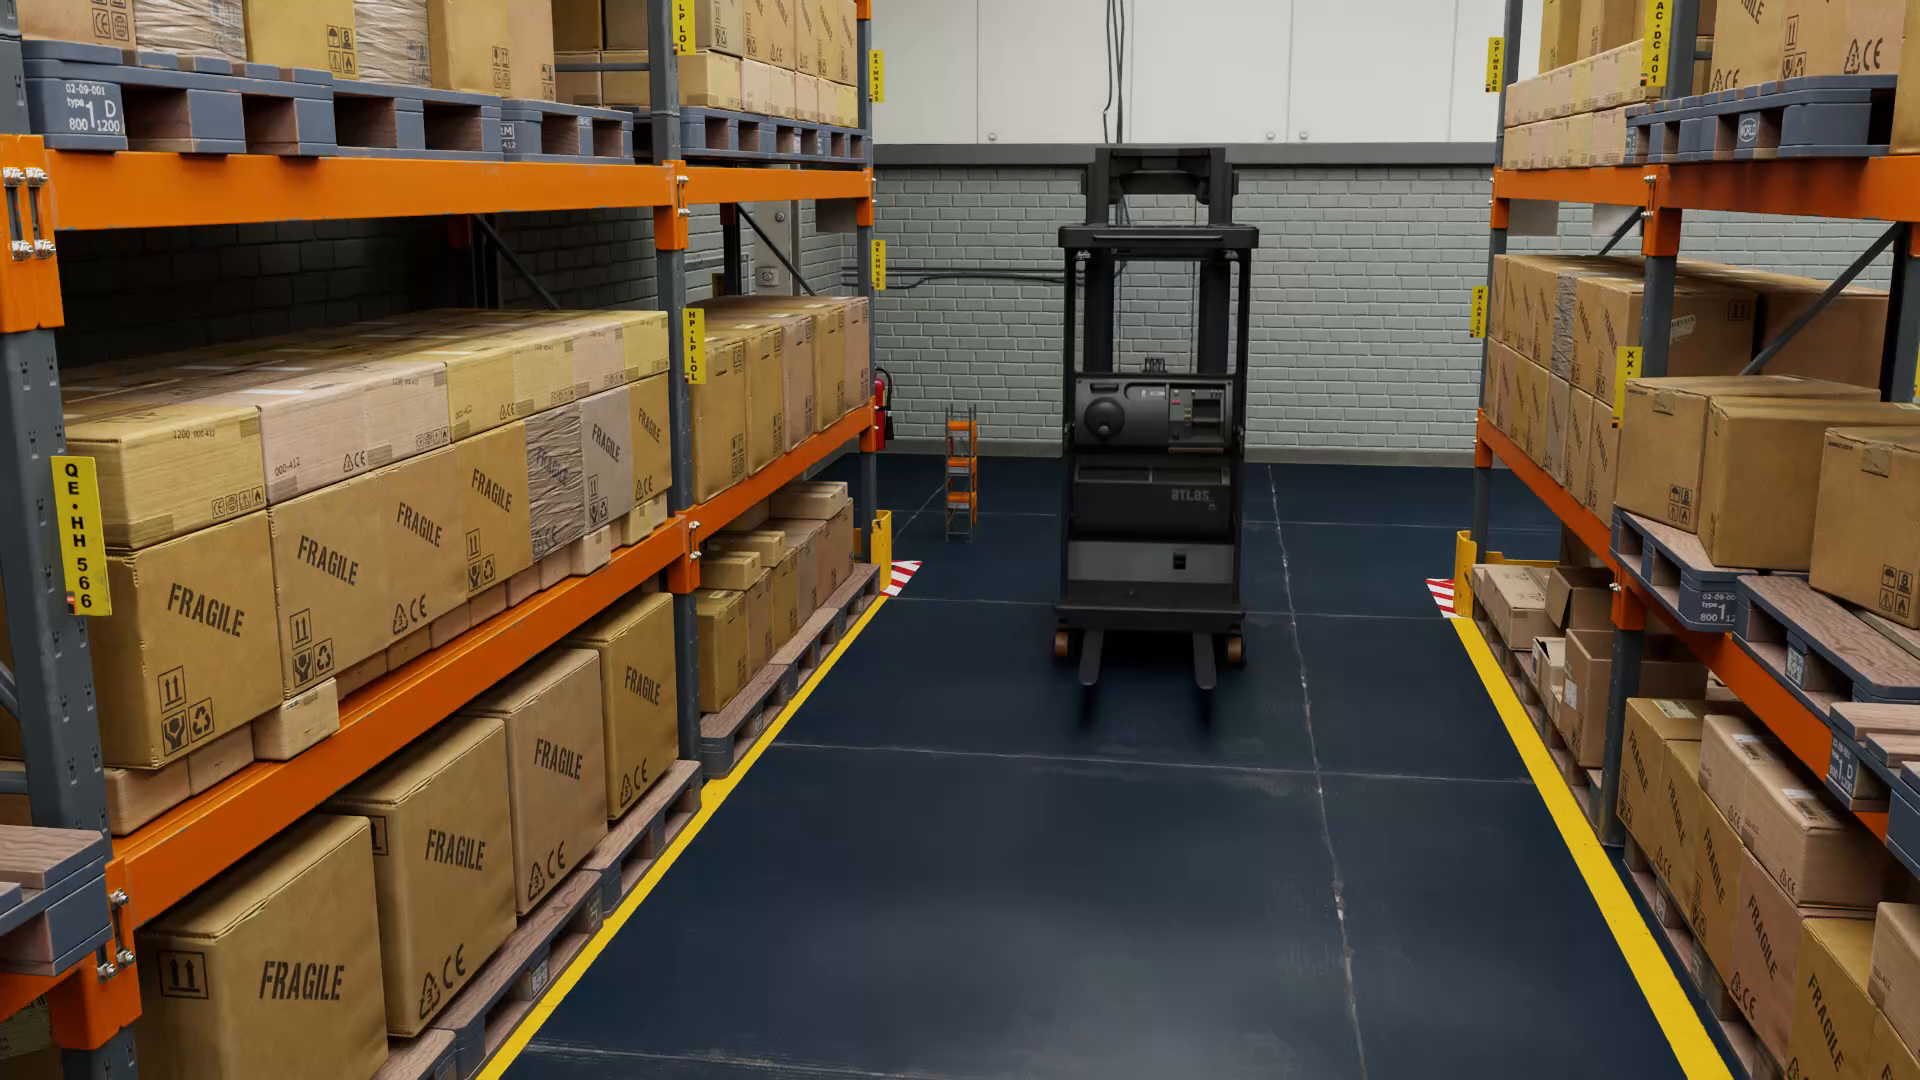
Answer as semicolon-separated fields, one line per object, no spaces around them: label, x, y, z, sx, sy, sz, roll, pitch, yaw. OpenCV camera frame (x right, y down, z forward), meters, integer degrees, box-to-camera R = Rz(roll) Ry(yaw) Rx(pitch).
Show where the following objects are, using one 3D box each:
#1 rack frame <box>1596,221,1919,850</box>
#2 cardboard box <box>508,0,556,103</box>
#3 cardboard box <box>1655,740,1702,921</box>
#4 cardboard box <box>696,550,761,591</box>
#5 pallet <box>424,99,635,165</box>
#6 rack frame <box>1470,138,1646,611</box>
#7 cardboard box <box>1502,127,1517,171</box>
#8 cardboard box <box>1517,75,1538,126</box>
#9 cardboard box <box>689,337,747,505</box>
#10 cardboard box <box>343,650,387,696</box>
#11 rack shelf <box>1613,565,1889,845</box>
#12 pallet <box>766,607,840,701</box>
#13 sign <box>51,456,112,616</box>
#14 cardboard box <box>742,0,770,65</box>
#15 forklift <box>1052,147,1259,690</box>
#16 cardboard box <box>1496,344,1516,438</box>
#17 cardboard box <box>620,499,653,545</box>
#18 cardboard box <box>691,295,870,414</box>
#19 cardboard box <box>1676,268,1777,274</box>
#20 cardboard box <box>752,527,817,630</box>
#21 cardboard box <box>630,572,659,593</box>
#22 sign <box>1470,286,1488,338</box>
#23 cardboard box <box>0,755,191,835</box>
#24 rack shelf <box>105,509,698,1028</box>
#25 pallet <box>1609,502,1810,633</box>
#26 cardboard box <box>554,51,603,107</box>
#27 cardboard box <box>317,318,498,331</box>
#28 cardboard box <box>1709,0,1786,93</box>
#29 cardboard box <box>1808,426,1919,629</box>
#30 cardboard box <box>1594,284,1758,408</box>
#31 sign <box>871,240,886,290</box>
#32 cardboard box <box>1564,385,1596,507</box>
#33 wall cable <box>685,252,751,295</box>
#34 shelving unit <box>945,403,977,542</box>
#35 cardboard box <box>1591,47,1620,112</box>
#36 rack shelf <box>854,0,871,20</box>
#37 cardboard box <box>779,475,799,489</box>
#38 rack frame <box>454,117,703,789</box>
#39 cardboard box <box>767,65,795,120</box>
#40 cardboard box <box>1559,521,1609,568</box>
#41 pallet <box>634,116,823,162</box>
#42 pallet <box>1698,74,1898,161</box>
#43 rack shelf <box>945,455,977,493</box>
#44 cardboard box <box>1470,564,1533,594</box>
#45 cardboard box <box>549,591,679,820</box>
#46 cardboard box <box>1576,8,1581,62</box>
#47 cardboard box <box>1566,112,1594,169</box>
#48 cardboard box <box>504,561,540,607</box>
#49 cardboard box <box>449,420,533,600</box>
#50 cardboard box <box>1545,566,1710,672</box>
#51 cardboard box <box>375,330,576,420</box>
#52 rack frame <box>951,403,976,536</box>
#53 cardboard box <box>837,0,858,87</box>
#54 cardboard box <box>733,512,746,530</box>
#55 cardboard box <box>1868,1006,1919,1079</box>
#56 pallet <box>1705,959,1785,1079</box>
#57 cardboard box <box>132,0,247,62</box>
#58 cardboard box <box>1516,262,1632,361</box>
rack frame;3.203;-0.168;6.653;1.000;3.000;0.127;2;12;9
cardboard box;-1.936;-1.878;6.188;0.700;0.500;0.500;1;12;6
cardboard box;2.817;1.043;5.922;0.500;0.500;0.500;2;12;9
cardboard box;-1.243;0.154;8.555;0.380;0.149;0.250;2;12;11
pallet;-1.785;-1.508;6.205;0.805;0.209;1.217;1;12;6
rack frame;3.818;-1.001;10.517;1.000;3.000;0.127;2;12;9
cardboard box;3.488;-2.295;9.758;0.500;0.250;0.500;2;12;9
cardboard box;3.398;-2.436;9.225;0.500;0.250;0.500;2;12;9
cardboard box;-1.593;-0.587;7.884;0.980;0.700;0.700;2;12;10
cardboard box;-1.908;0.342;4.838;0.380;0.149;0.250;2;12;10
rack shelf;2.895;0.600;4.797;1.077;0.370;4.000;2;12;9
pallet;-1.313;0.625;9.592;1.003;0.211;1.213;2;12;9
sign;-1.770;-0.007;3.344;0.100;0.325;0.005;2;12;9
cardboard box;-1.233;-2.588;8.104;0.500;0.500;0.500;2;12;7
forklift;1.129;-0.785;9.681;1.130;2.935;3.031;1;12;7
cardboard box;3.415;-0.858;9.618;0.500;0.500;0.500;2;12;8
cardboard box;-1.480;-0.082;6.802;0.380;0.149;0.250;2;12;10
cardboard box;-1.146;-1.201;10.732;0.980;0.700;0.700;2;12;11
cardboard box;3.790;-1.117;8.444;0.500;0.500;0.500;2;12;10
cardboard box;-1.240;0.214;9.816;0.700;0.500;0.500;1;12;7
cardboard box;-1.695;0.243;8.142;0.380;0.149;0.250;2;12;8
sign;3.282;-1.441;10.507;0.100;0.325;0.005;2;12;9
cardboard box;-2.028;0.557;3.838;0.380;0.149;0.250;2;12;8
rack shelf;-2.000;0.440;5.538;1.077;0.370;4.000;2;12;9
pallet;2.972;0.089;5.918;1.003;0.211;1.213;2;12;9
cardboard box;-1.819;-2.125;7.735;0.500;0.250;0.500;2;12;9
cardboard box;-2.094;-0.702;6.360;0.500;0.250;0.500;2;12;9
cardboard box;3.053;-1.835;5.796;0.600;0.600;0.600;1;12;3
cardboard box;2.992;-0.052;4.882;0.700;0.500;0.500;-1;12;-6
cardboard box;3.025;-0.819;7.064;0.500;0.500;0.500;2;12;9
sign;-0.543;-1.822;11.016;0.100;0.325;0.005;2;12;9
cardboard box;3.104;-0.437;7.662;0.500;0.500;0.500;2;12;10
wall cable;-1.815;-1.954;12.530;0.084;1.984;1.851;2;12;9
shelving unit;0.008;-0.524;12.934;0.215;1.050;0.252;2;12;9
cardboard box;3.090;-2.019;7.293;0.500;0.250;0.500;2;12;9
rack shelf;-1.385;-3.130;8.812;1.077;0.370;4.000;2;12;9
cardboard box;-1.264;-0.344;10.868;0.380;0.149;0.250;2;12;9
rack frame;-1.692;-0.328;7.394;1.000;3.000;0.127;2;12;9
cardboard box;-1.162;-2.323;8.654;0.500;0.250;0.500;2;12;7
cardboard box;3.978;0.127;10.171;0.500;0.500;0.500;2;12;9
pallet;-1.366;-2.174;9.051;1.003;0.211;1.213;2;12;9
pallet;2.877;-1.193;4.735;1.213;0.211;1.003;2;12;9
rack shelf;0.008;-0.514;12.937;0.215;0.259;0.240;2;12;9
cardboard box;3.414;0.254;10.418;0.380;0.149;0.250;2;12;9
cardboard box;-1.664;0.657;6.929;0.750;0.750;0.750;2;12;9
cardboard box;3.624;-2.688;8.617;0.700;0.500;0.500;2;12;9
cardboard box;3.171;-1.879;7.828;0.500;0.250;0.500;2;12;9
cardboard box;-1.703;0.128;5.829;0.380;0.149;0.250;2;12;7
cardboard box;-1.740;-0.113;5.405;0.500;0.500;0.500;2;12;10
cardboard box;3.487;0.446;8.685;0.797;0.503;0.637;2;12;9
cardboard box;-1.678;-0.581;5.796;0.500;0.250;0.500;2;12;10
rack frame;0.027;-0.550;13.052;0.200;1.050;0.008;2;12;9
cardboard box;-0.920;-3.013;10.076;0.500;0.500;0.500;2;12;8
cardboard box;-1.458;-0.080;9.643;0.380;0.149;0.250;2;12;9
cardboard box;2.500;1.469;3.945;0.500;0.500;0.500;2;12;11
pallet;2.930;1.620;4.974;1.003;0.211;1.213;2;12;9
cardboard box;-2.260;-1.440;4.154;0.700;0.500;0.500;1;12;6
cardboard box;3.335;-1.241;9.023;0.500;0.500;0.500;2;12;9
